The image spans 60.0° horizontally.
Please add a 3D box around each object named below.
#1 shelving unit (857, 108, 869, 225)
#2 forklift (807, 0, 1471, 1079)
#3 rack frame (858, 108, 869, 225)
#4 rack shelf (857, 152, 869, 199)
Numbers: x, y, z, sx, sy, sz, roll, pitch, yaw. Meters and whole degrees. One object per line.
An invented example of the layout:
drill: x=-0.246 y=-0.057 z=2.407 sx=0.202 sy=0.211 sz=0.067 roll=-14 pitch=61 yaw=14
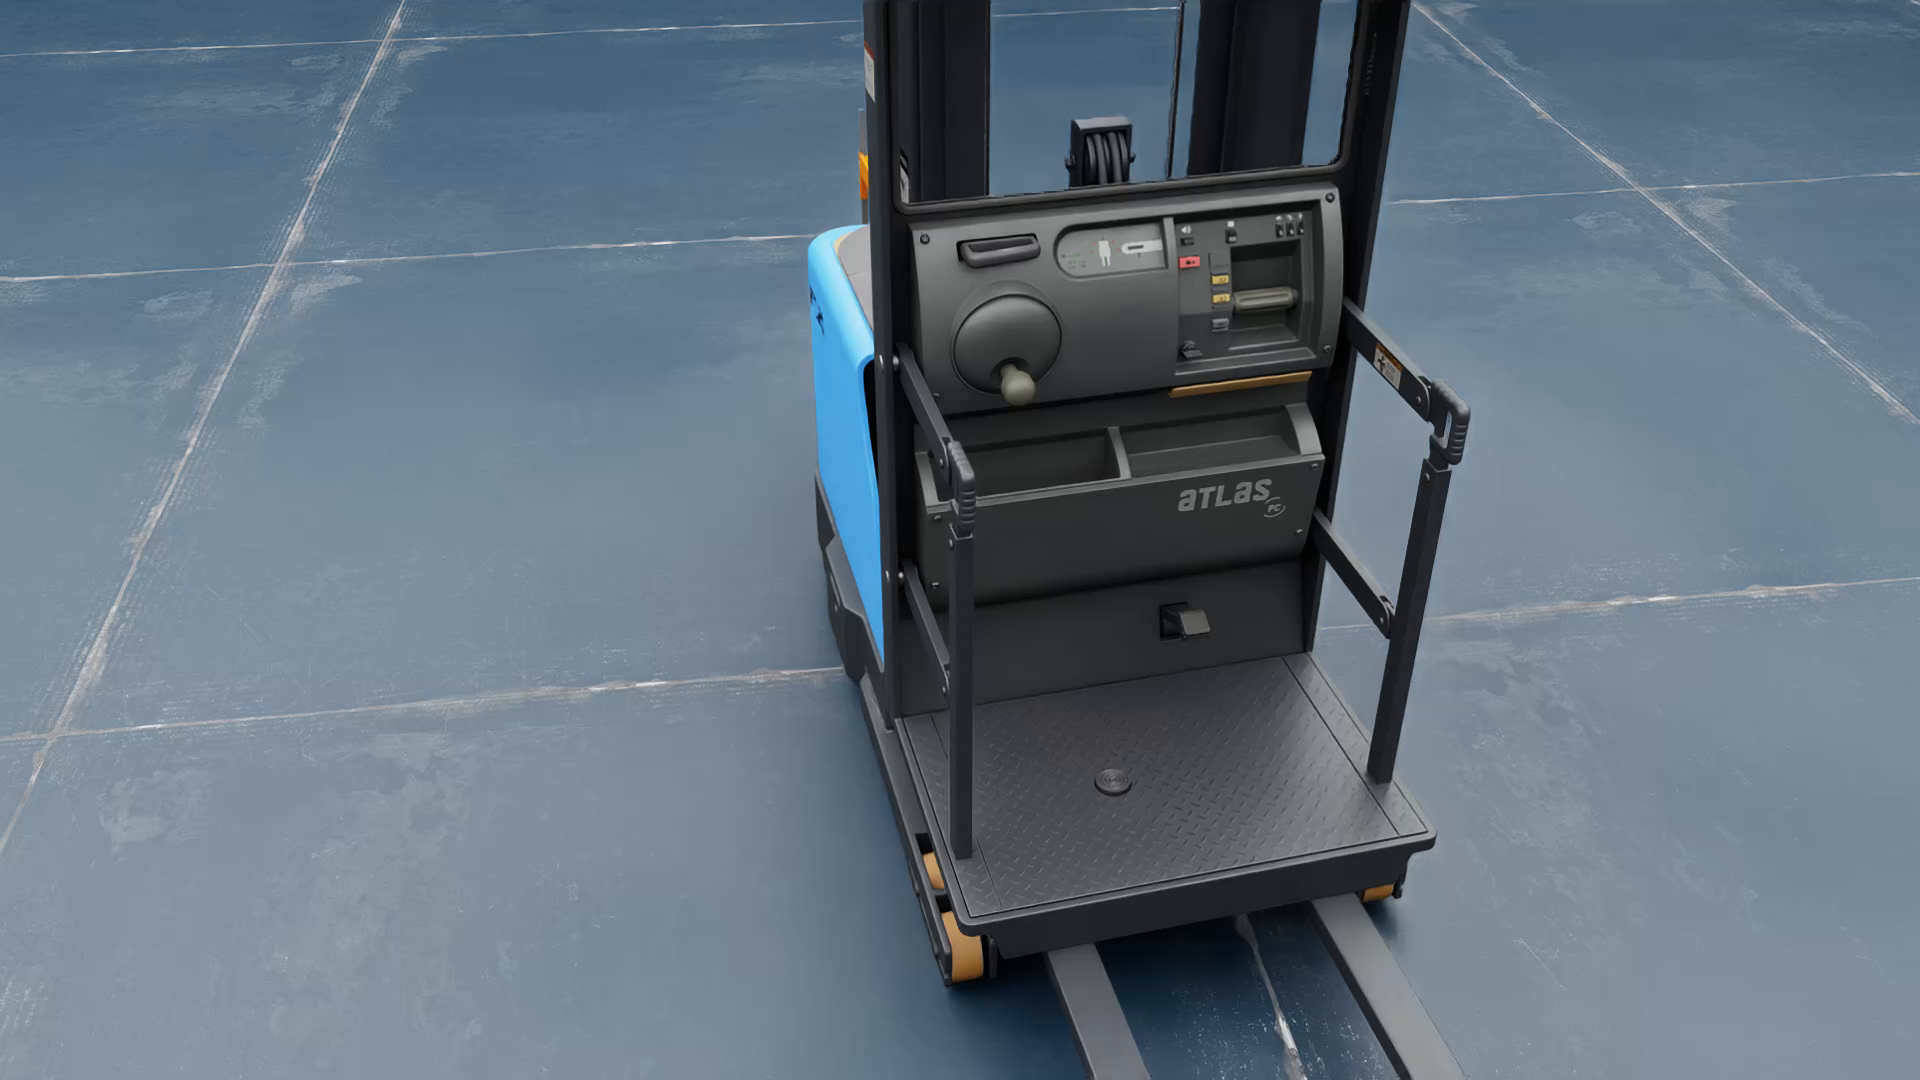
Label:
shelving unit: x=-0.133 y=-0.690 z=5.197 sx=0.258 sy=1.200 sz=0.503 roll=-8 pitch=35 yaw=-12
forklift: x=0.416 y=-0.450 z=3.307 sx=1.130 sy=2.935 sz=3.031 roll=-8 pitch=35 yaw=-12
rack frame: x=-0.192 y=-0.823 z=5.393 sx=0.240 sy=1.200 sz=0.015 roll=-8 pitch=35 yaw=-12
rack shelf: x=-0.133 y=-1.015 z=4.976 sx=0.258 sy=0.148 sz=0.480 roll=-8 pitch=35 yaw=-12
